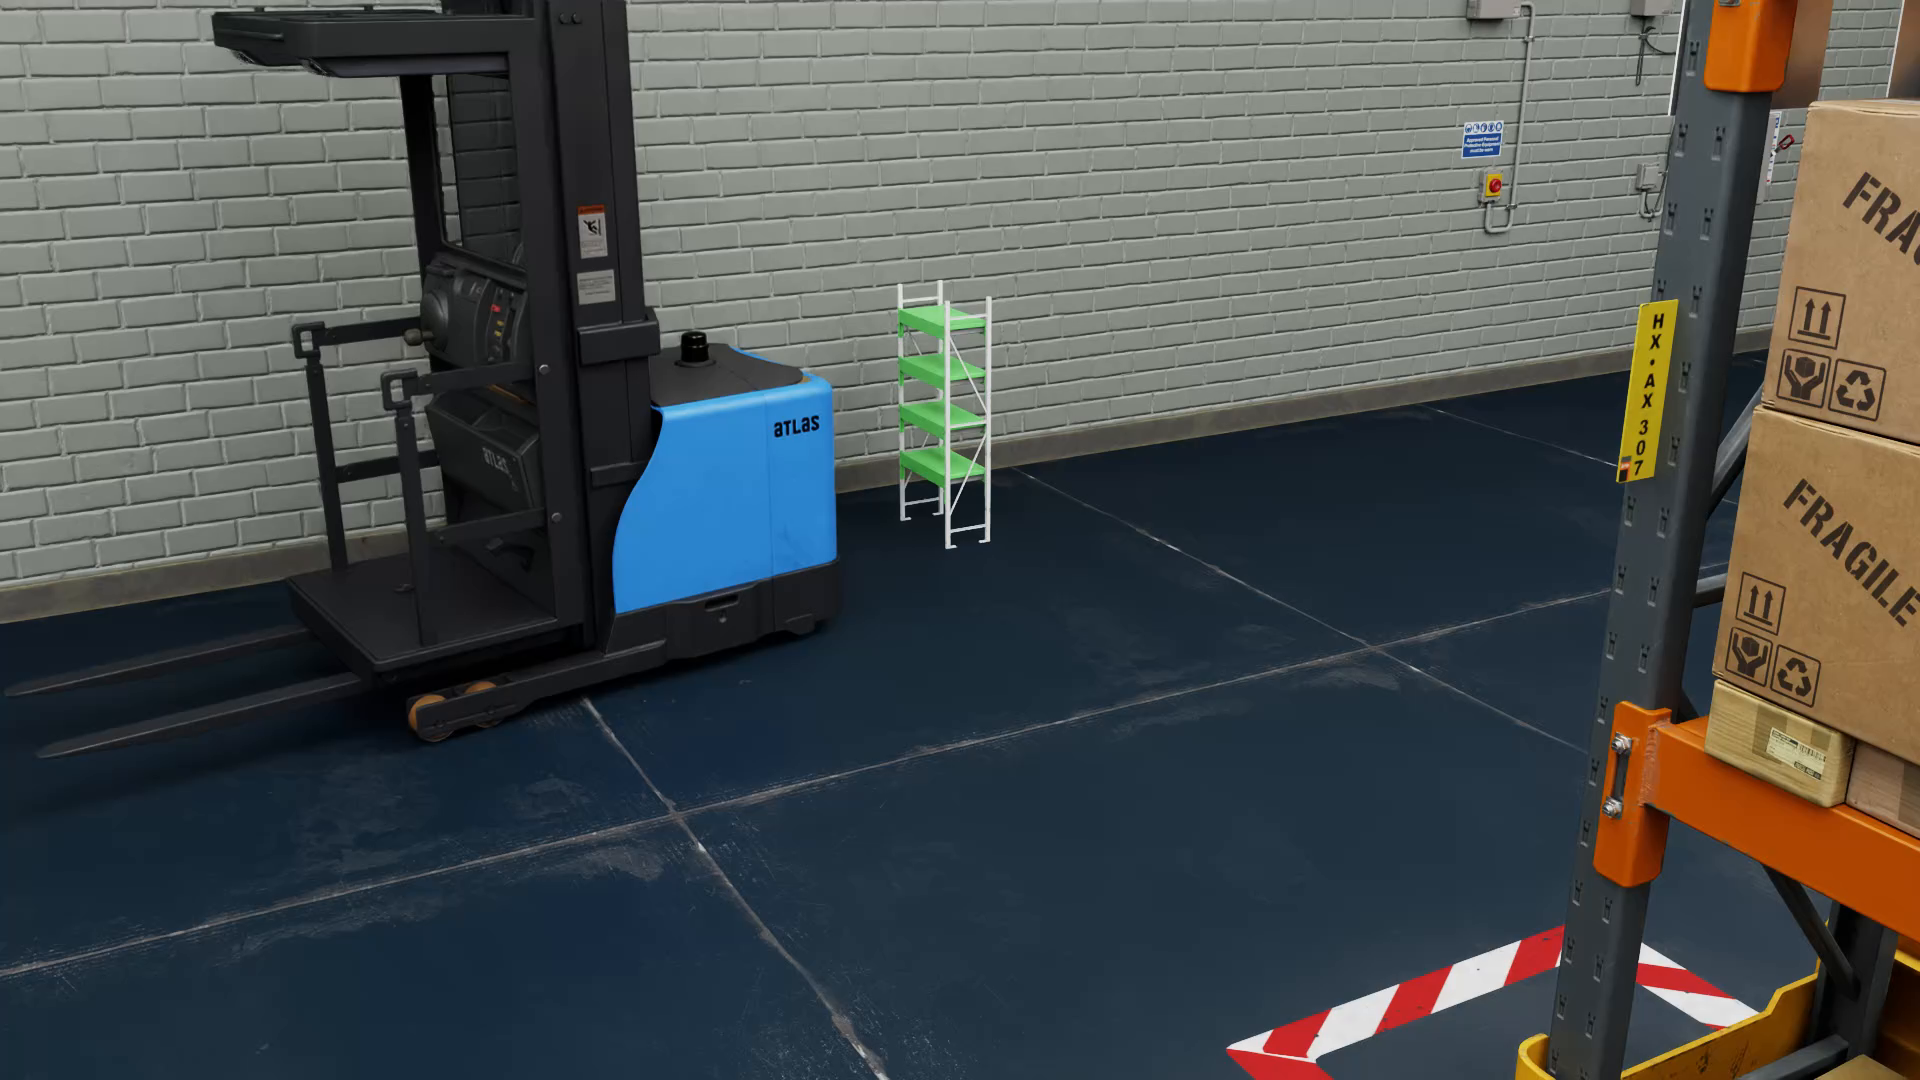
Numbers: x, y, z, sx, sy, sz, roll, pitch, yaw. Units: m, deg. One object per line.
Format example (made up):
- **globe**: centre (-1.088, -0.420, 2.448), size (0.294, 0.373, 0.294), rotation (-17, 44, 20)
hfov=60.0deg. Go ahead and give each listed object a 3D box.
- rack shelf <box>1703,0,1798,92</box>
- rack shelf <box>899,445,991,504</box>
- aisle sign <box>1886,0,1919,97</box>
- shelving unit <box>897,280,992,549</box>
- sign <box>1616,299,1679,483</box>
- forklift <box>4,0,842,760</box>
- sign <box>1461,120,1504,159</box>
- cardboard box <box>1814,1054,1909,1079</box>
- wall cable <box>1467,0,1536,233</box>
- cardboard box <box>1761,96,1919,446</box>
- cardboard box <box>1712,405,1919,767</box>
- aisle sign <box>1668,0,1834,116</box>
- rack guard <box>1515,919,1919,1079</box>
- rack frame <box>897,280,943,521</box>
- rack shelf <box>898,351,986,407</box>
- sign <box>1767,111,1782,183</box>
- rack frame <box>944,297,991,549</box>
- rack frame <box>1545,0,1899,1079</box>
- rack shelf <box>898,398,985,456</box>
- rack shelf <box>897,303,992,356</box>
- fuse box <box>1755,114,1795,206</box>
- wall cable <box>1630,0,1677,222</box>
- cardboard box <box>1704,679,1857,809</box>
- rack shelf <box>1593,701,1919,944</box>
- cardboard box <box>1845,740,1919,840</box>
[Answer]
- **rack shelf**: centre (2.657, -0.443, 1.320), size (1.077, 0.370, 4.000), rotation (-10, 21, -27)
- **rack shelf**: centre (-0.079, -0.327, 8.173), size (0.258, 0.148, 0.480), rotation (-10, 21, -27)
- **aisle sign**: centre (1.937, -1.235, 3.127), size (0.394, 0.787, 0.004), rotation (-10, 21, -27)
- **shelving unit**: centre (-0.079, -0.615, 8.073), size (0.258, 1.200, 0.503), rotation (-10, 21, -27)
- **sign**: centre (1.230, -0.264, 2.971), size (0.100, 0.325, 0.005), rotation (-10, 21, -27)
- **forklift**: centre (-1.982, -0.851, 6.103), size (3.031, 2.935, 1.130), rotation (-14, 23, -35)
- **sign**: centre (3.246, -2.488, 10.328), size (0.327, 0.218, 0.001), rotation (-10, 21, -27)
- **cardboard box**: centre (1.657, 1.132, 3.067), size (0.380, 0.149, 0.250), rotation (-11, 22, -29)
- **wall cable**: centre (3.318, -2.845, 10.172), size (0.585, 1.953, 0.123), rotation (-10, 21, -27)
- **cardboard box**: centre (1.687, -0.430, 2.635), size (0.500, 0.500, 0.500), rotation (-10, 21, -27)
- **cardboard box**: centre (1.677, 0.045, 2.794), size (0.500, 0.500, 0.500), rotation (-9, 21, -24)
- **aisle sign**: centre (1.409, -1.142, 2.858), size (0.394, 0.787, 0.004), rotation (-10, 21, -27)
- **rack guard**: centre (1.743, 1.264, 3.700), size (1.175, 0.500, 0.348), rotation (-10, 21, -27)
- **rack frame**: centre (-0.194, -0.685, 8.276), size (0.240, 1.200, 0.015), rotation (-10, 21, -27)
- **rack shelf**: centre (-0.079, -0.781, 8.016), size (0.258, 0.148, 0.480), rotation (-10, 21, -27)
- **sign**: centre (5.572, -2.724, 11.574), size (0.329, 0.494, 0.001), rotation (-10, 21, -27)
- **rack frame**: centre (0.037, -0.545, 7.870), size (0.240, 1.200, 0.015), rotation (-10, 21, -27)
- **rack frame**: centre (1.704, 0.062, 3.354), size (0.949, 2.616, 0.053), rotation (-10, 21, -27)
- **rack shelf**: centre (-0.079, -0.554, 8.094), size (0.258, 0.148, 0.480), rotation (-10, 21, -27)
- **rack shelf**: centre (-0.079, -1.008, 7.938), size (0.258, 0.148, 0.480), rotation (-10, 21, -27)
- **fuse box**: centre (5.235, -2.024, 11.374), size (0.539, 1.711, 0.414), rotation (-10, 21, -27)
- **wall cable**: centre (4.560, -3.053, 10.823), size (0.588, 1.984, 0.122), rotation (-10, 21, -27)
- **cardboard box**: centre (1.573, 0.324, 2.980), size (0.380, 0.149, 0.250), rotation (-10, 21, -27)
- **rack shelf**: centre (2.657, 0.975, 1.809), size (1.077, 0.370, 4.000), rotation (-10, 21, -27)
- **cardboard box**: centre (1.730, 0.390, 2.787), size (0.380, 0.149, 0.250), rotation (-9, 21, -25)
